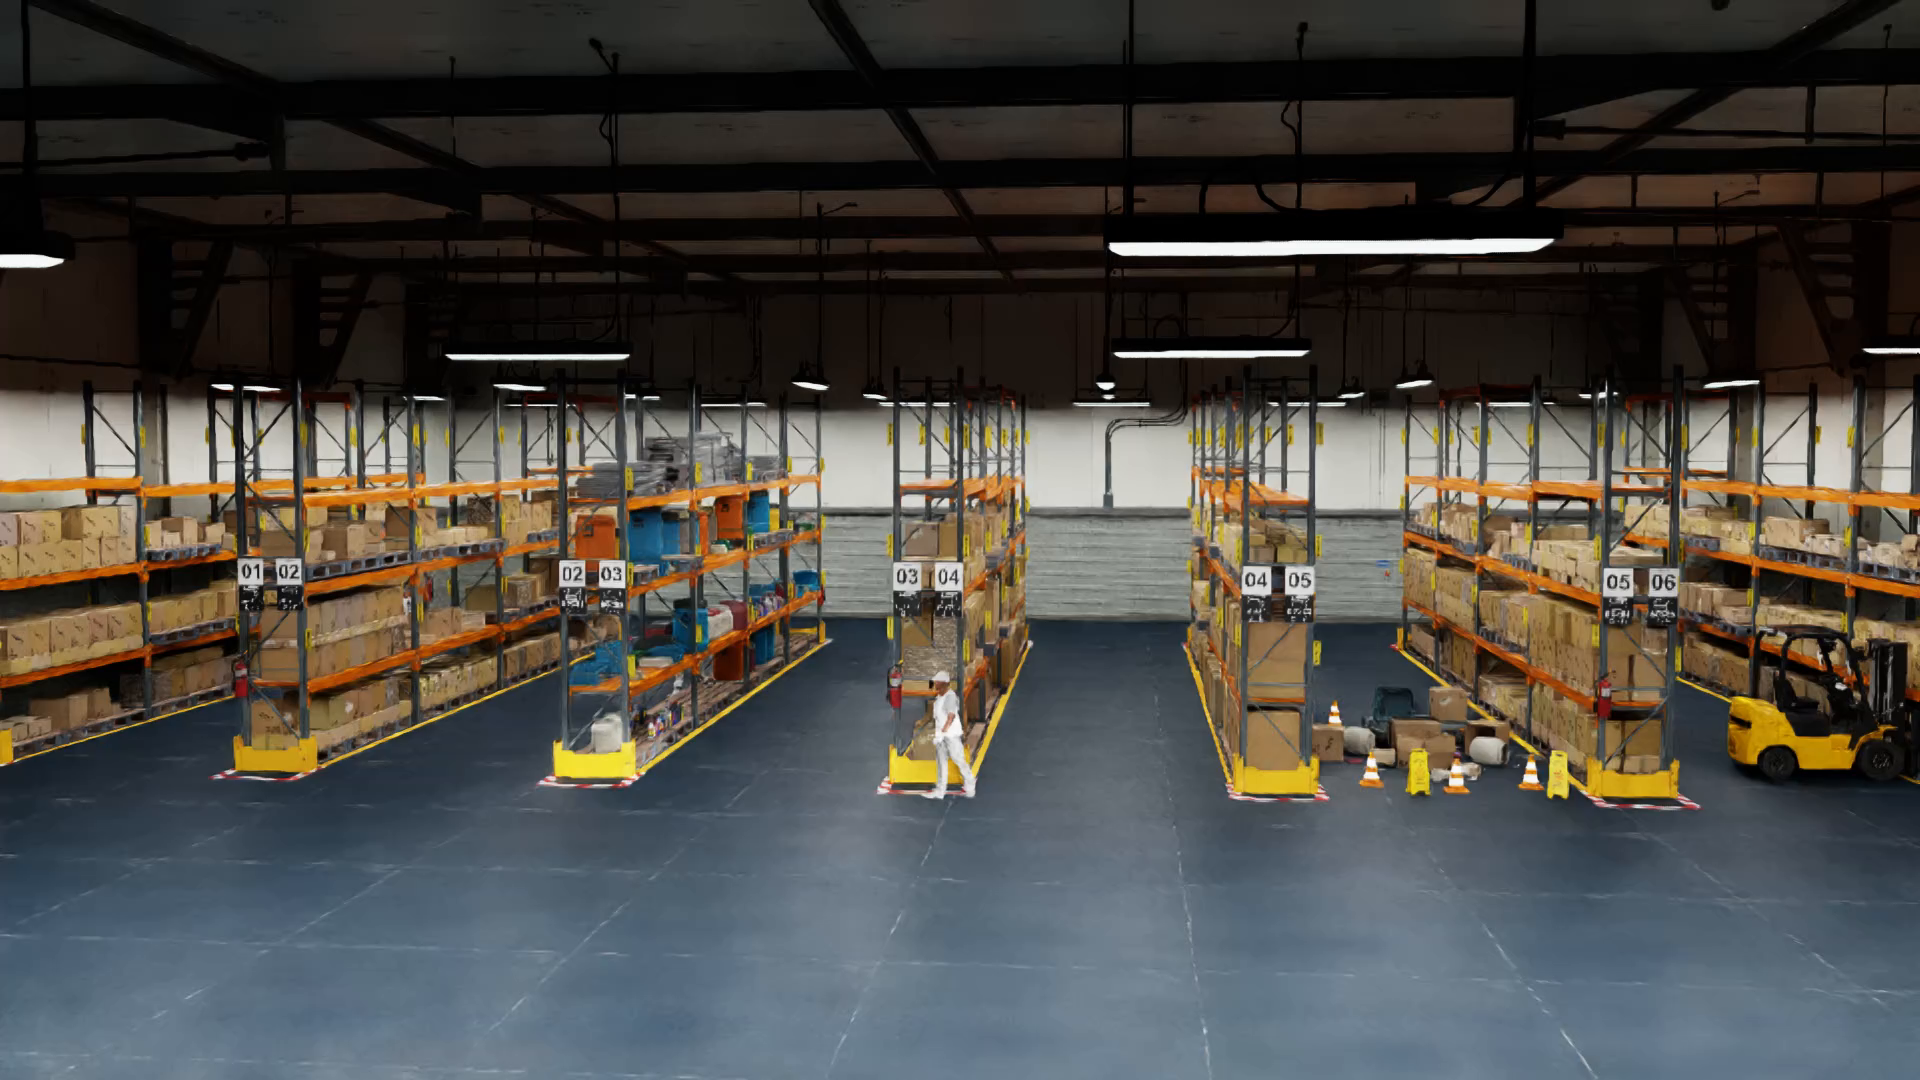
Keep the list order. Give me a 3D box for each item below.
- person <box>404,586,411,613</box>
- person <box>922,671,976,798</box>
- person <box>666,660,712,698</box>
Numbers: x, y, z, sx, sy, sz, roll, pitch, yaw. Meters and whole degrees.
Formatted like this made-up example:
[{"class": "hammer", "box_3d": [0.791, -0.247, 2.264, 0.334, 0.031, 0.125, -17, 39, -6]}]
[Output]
[{"class": "person", "box_3d": [-12.509, 1.839, 37.701, 0.500, 1.625, 0.989, 0, 4, 4]}, {"class": "person", "box_3d": [-0.152, 2.691, 23.004, 0.715, 1.781, 0.570, -2, 4, -23]}, {"class": "person", "box_3d": [-5.106, 2.123, 31.405, 0.598, 1.755, 0.976, 2, 4, 27]}]
